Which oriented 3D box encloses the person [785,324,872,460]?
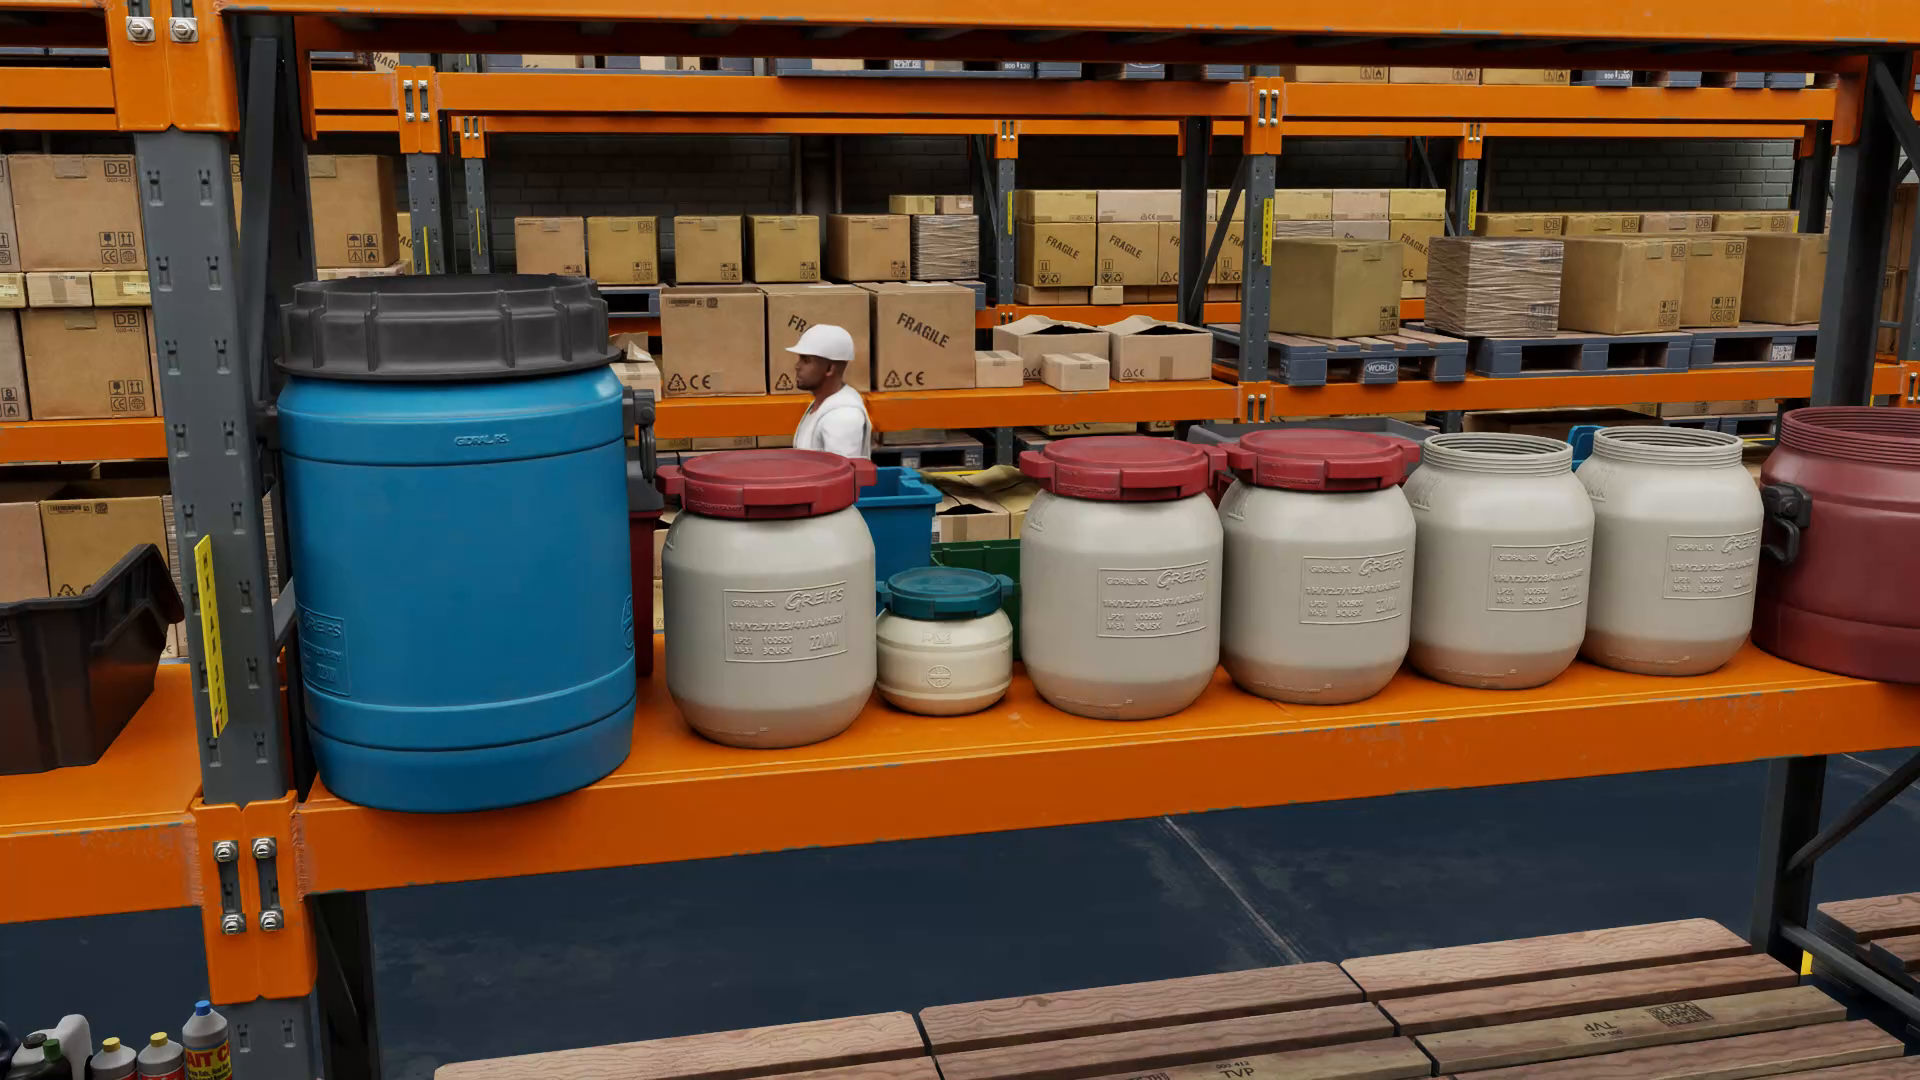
[{"bbox_3d":[-0.608,-0.039,7.056,0.834,1.741,0.572,-3,13,-13],"label":"person"}]
